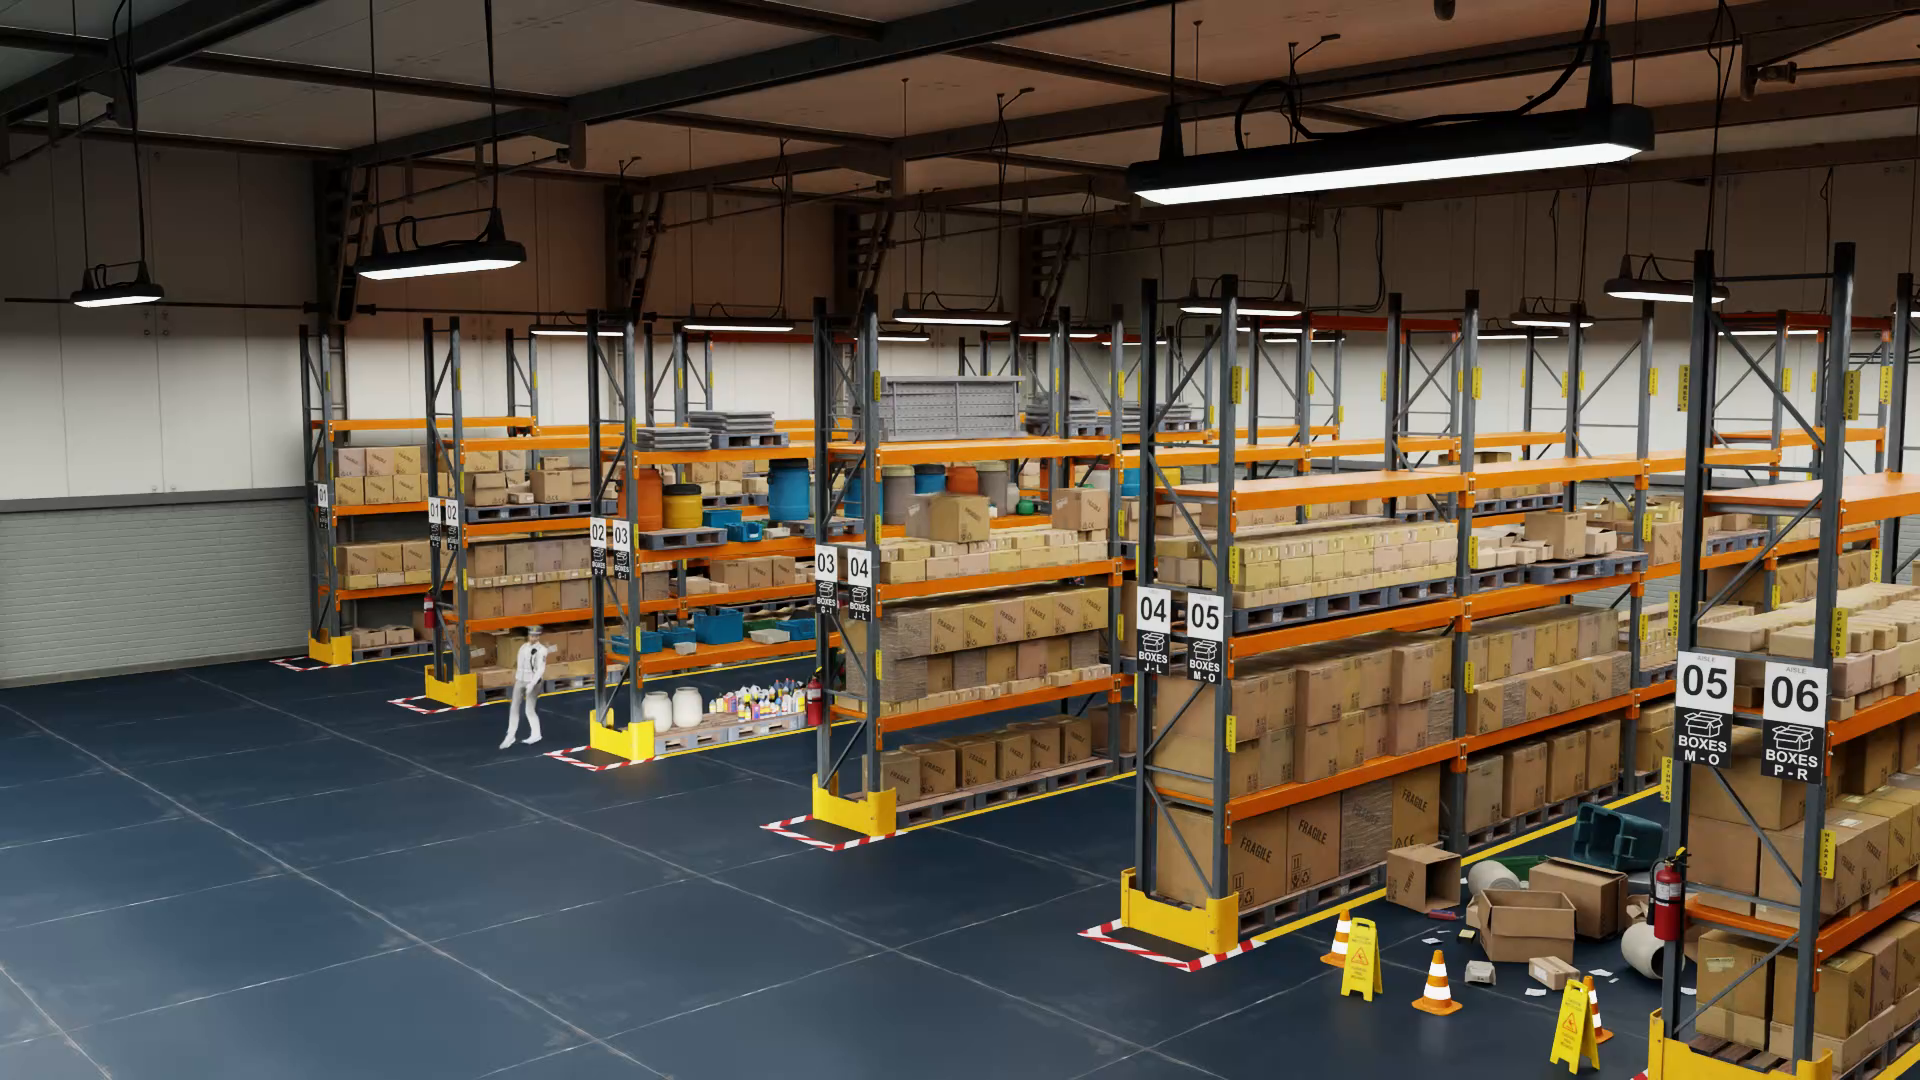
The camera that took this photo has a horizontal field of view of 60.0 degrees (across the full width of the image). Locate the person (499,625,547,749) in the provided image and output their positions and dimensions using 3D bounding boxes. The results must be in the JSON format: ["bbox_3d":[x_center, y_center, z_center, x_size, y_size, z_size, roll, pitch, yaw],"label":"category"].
[{"bbox_3d":[-6.040,2.037,23.032,0.521,1.686,0.665,3,6,24],"label":"person"}]

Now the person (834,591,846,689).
[{"bbox_3d":[-2.067,1.607,26.665,0.762,1.788,0.633,-3,7,-29],"label":"person"}]
